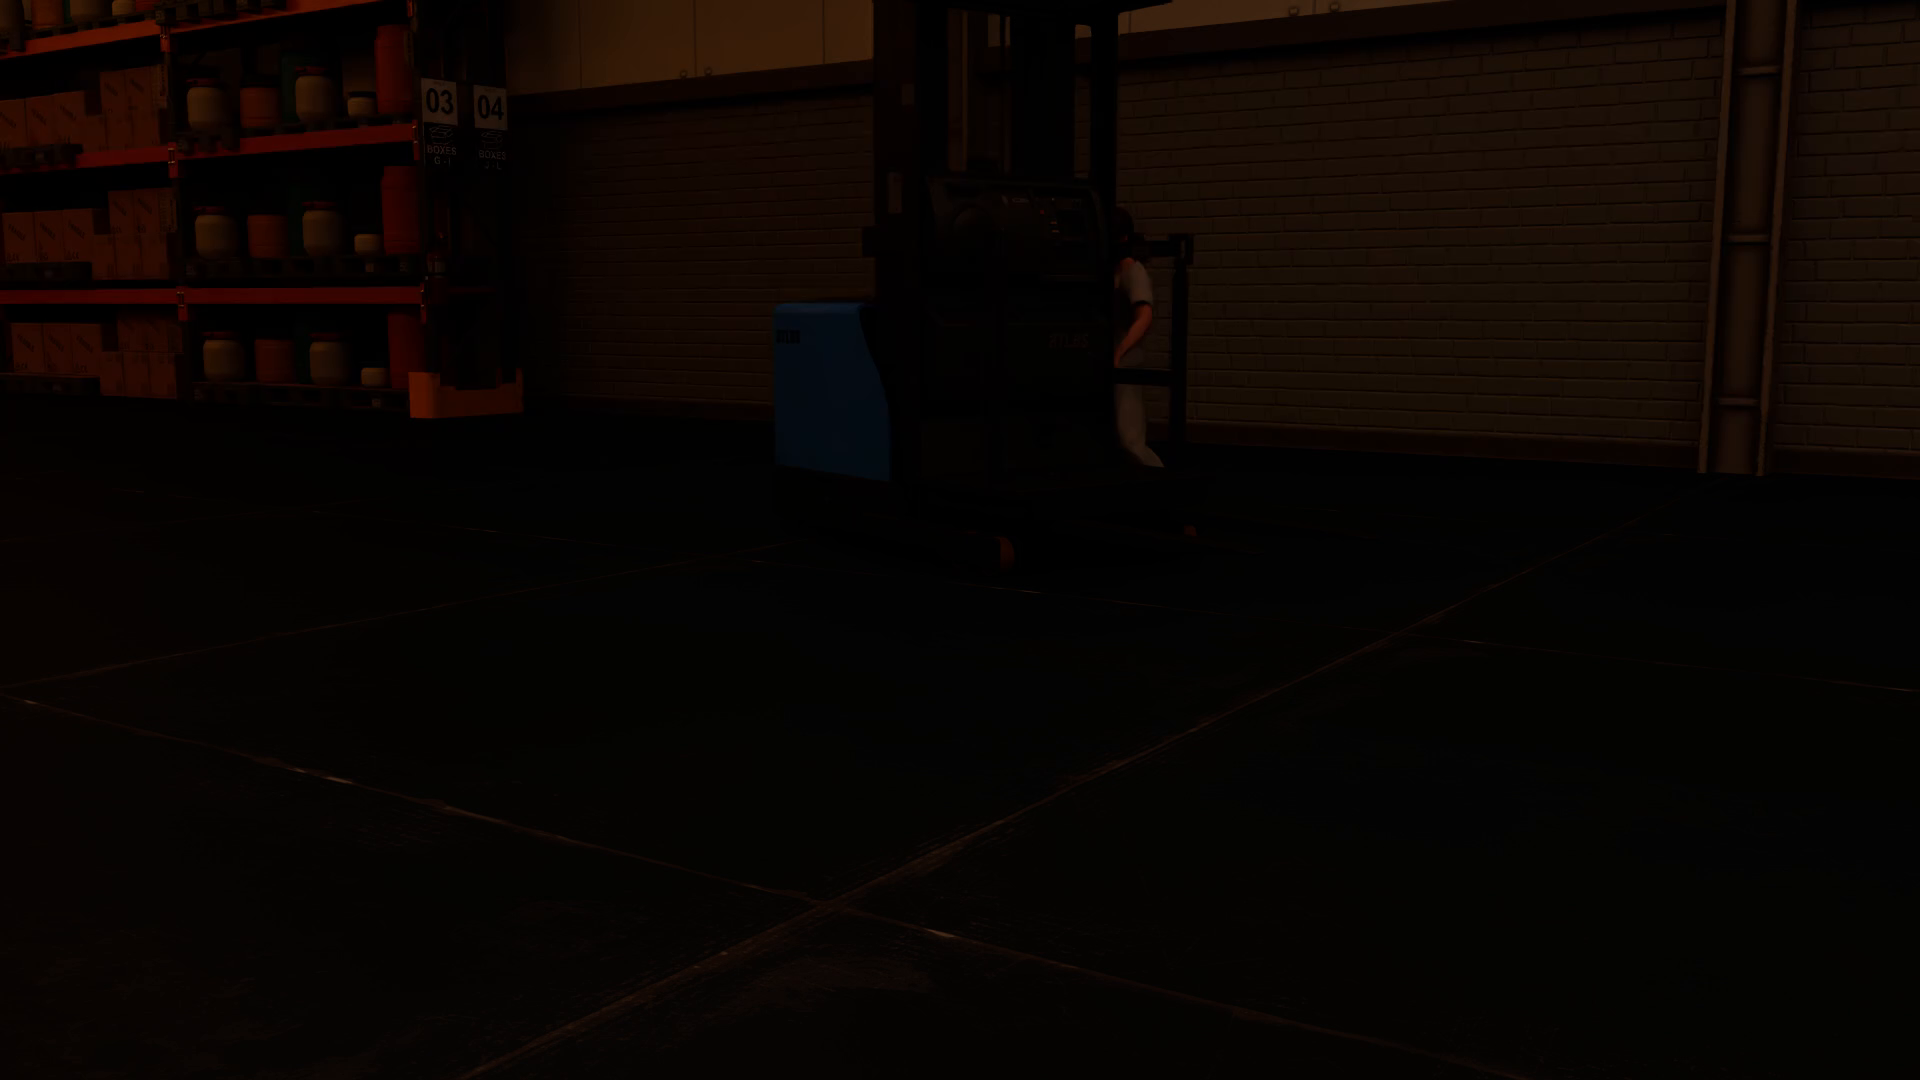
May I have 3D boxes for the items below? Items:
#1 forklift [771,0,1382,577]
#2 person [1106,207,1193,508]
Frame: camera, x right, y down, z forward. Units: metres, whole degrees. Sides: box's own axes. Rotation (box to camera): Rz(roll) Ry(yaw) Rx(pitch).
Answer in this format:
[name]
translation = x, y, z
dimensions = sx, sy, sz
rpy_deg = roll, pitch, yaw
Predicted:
[forklift]
translation = 0.377, -1.383, 6.915
dimensions = 1.130, 2.935, 3.031
rpy_deg = -6, 10, -36
[person]
translation = 0.718, -0.803, 7.950
dimensions = 0.702, 1.552, 0.870
rpy_deg = -3, 9, -20
